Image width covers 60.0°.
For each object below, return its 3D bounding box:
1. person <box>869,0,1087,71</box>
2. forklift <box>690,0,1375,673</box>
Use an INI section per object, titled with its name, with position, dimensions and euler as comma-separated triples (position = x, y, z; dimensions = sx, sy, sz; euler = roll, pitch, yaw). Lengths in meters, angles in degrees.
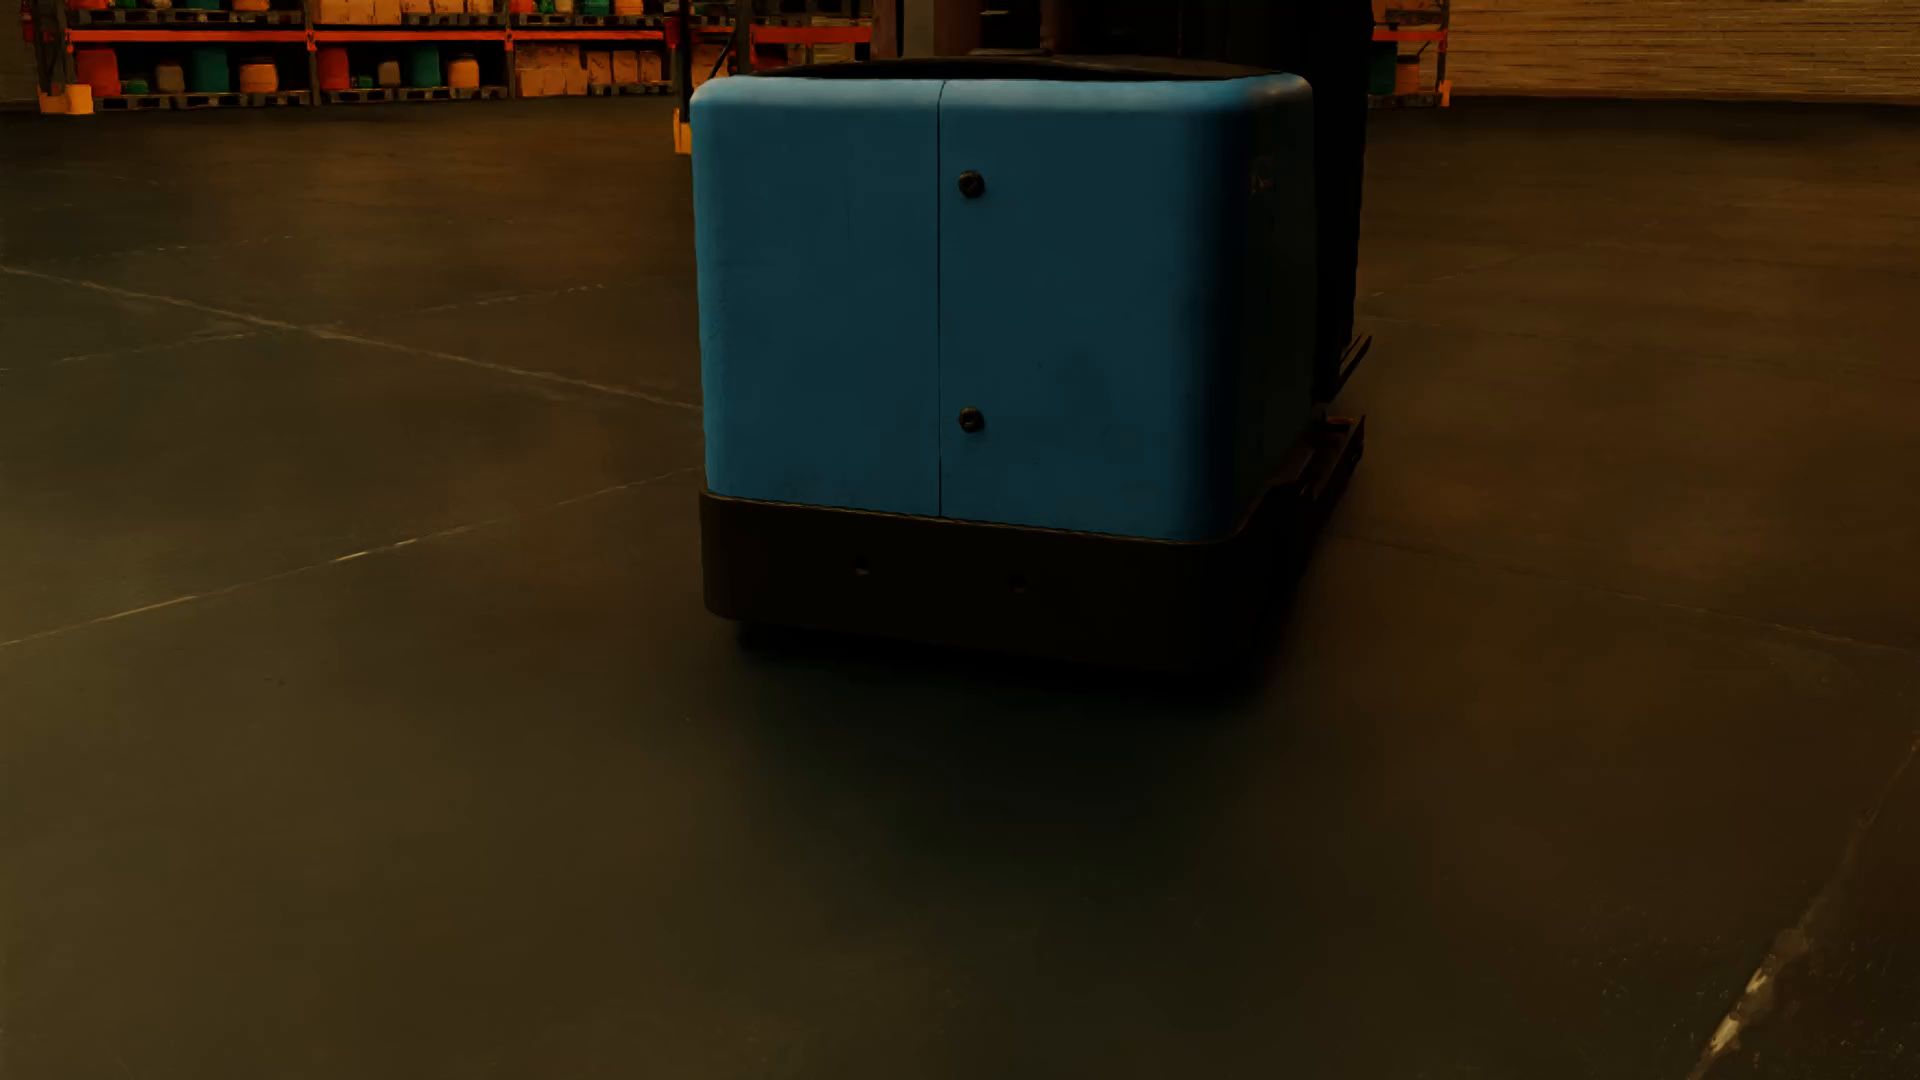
[person]
position = -0.034, -0.946, 3.609
dimensions = 0.558, 1.694, 0.418
euler = 13, 21, 37
[forklift]
position = 0.467, -1.555, 4.019
dimensions = 1.130, 2.935, 3.031
euler = 6, 18, 19
